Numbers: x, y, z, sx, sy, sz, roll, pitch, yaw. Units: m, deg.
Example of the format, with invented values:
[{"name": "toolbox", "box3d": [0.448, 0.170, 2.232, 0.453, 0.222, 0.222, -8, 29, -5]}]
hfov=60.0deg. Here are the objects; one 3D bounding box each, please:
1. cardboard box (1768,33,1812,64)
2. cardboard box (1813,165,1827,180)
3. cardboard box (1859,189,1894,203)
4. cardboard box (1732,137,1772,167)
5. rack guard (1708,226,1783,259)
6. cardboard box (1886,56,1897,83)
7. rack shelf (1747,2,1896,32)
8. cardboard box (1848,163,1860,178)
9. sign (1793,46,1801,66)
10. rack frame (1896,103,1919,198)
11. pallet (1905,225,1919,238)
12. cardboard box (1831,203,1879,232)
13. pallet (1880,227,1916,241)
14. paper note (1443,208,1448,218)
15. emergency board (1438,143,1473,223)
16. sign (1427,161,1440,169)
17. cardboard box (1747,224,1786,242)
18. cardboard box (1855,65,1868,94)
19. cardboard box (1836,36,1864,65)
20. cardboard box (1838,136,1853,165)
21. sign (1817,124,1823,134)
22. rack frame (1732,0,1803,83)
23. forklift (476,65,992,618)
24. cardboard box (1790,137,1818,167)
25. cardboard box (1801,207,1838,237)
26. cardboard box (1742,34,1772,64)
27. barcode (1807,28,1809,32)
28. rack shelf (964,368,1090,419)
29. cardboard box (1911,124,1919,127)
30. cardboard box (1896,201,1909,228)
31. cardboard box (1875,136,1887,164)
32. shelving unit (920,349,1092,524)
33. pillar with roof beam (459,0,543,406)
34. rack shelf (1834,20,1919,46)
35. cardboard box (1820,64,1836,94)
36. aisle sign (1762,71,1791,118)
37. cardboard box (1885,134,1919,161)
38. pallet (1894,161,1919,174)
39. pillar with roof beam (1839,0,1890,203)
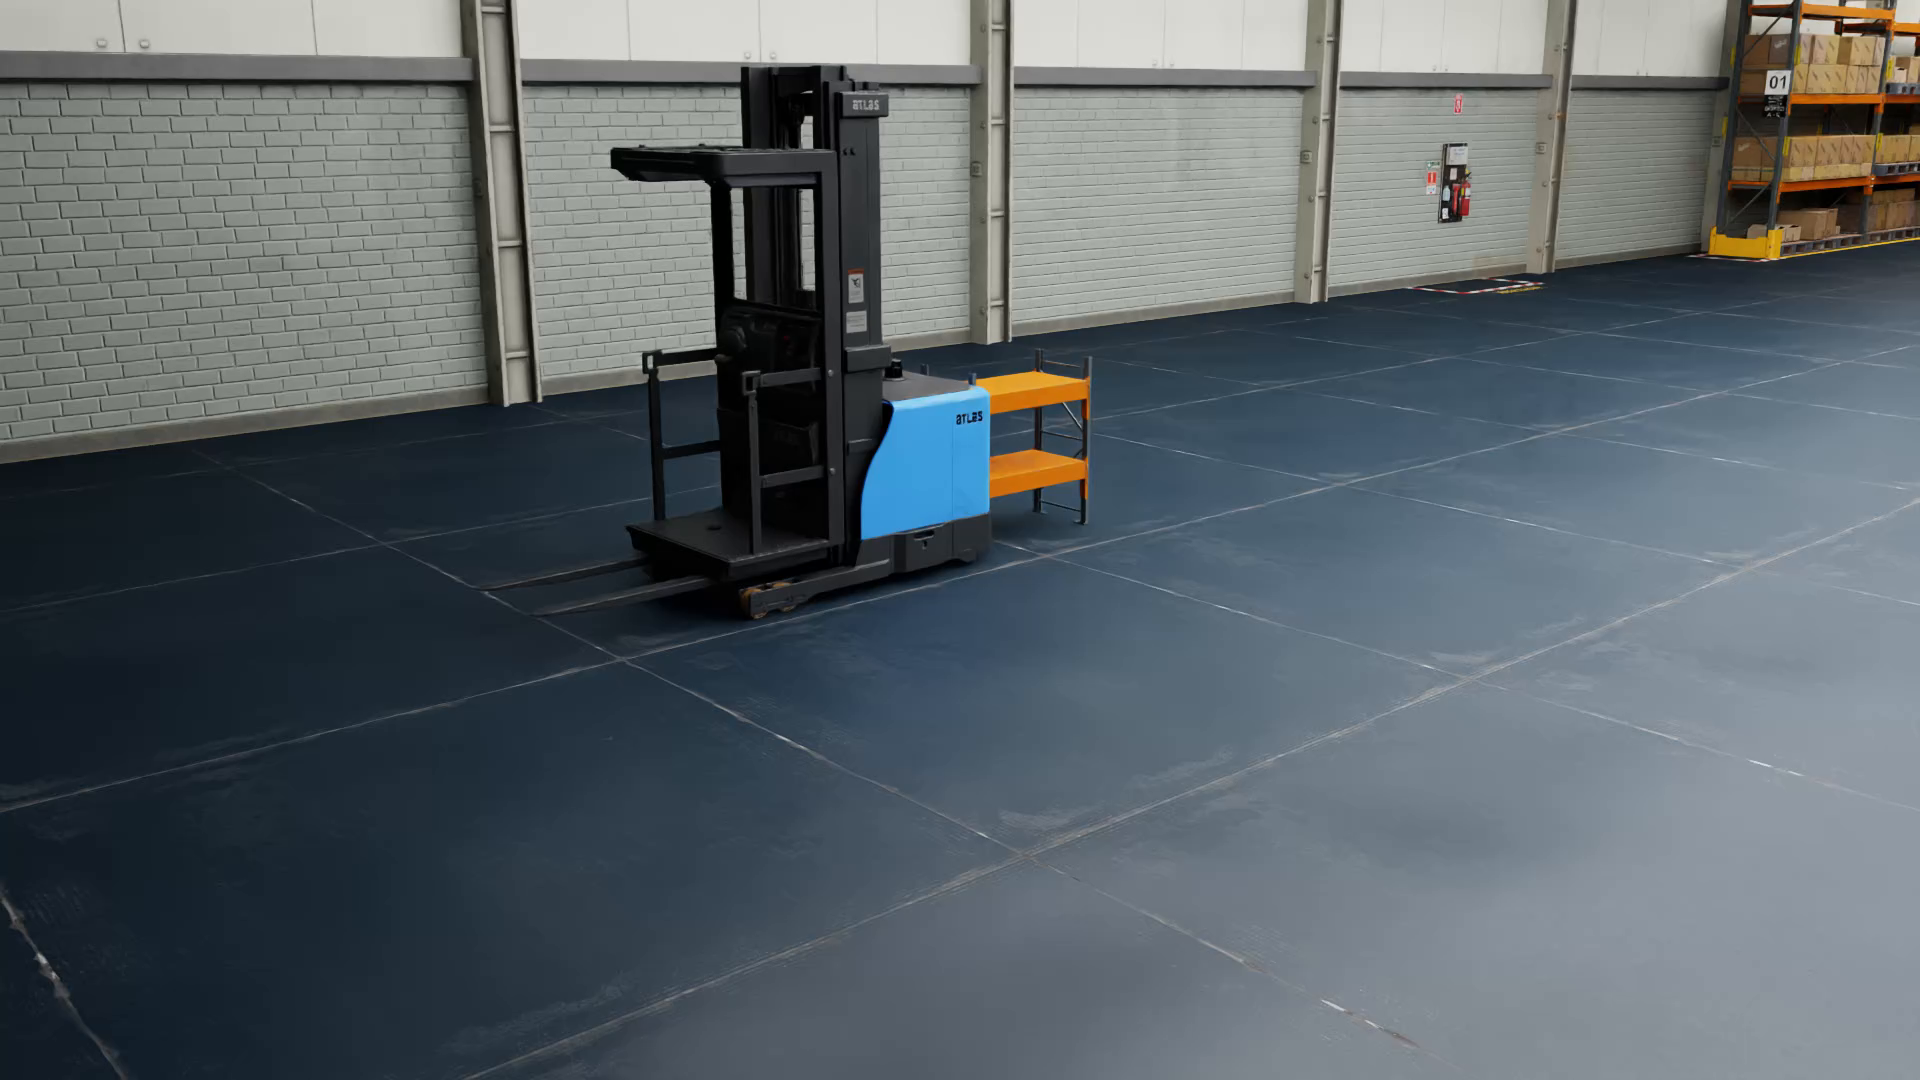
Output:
[{"name": "cardboard box", "box3d": [14.428, -8.533, 28.899, 0.500, 0.500, 0.500, 14, 21, 43]}, {"name": "cardboard box", "box3d": [15.325, -6.658, 30.116, 0.500, 0.250, 0.500, -13, 20, -40]}, {"name": "cardboard box", "box3d": [18.260, -6.861, 33.162, 0.500, 0.250, 0.500, -13, 20, -41]}, {"name": "cardboard box", "box3d": [14.194, -6.945, 29.737, 0.500, 0.500, 0.500, -13, 20, -40]}, {"name": "rack guard", "box3d": [14.035, -5.330, 29.734, 0.348, 0.500, 1.175, -13, 19, -39]}, {"name": "cardboard box", "box3d": [17.460, -8.979, 31.734, 0.500, 0.500, 0.500, -9, 18, -32]}, {"name": "rack shelf", "box3d": [15.487, -9.412, 29.950, 4.000, 0.370, 1.077, -13, 19, -39]}, {"name": "cardboard box", "box3d": [16.456, -6.917, 31.085, 0.500, 0.250, 0.500, -13, 19, -39]}, {"name": "sign", "box3d": [14.334, -8.290, 28.467, 0.005, 0.325, 0.100, -13, 19, -39]}, {"name": "rack frame", "box3d": [20.013, -7.880, 34.436, 0.127, 3.000, 1.000, -13, 19, -39]}, {"name": "pallet", "box3d": [19.422, -6.400, 34.302, 1.213, 0.211, 1.003, -13, 19, -39]}, {"name": "cardboard box", "box3d": [17.540, -6.335, 32.644, 0.500, 0.500, 0.700, -12, 19, -38]}, {"name": "pallet", "box3d": [18.502, -6.195, 33.532, 1.213, 0.211, 1.003, -13, 19, -39]}, {"name": "paper note", "box3d": [7.344, -4.942, 25.144, 0.142, 0.148, 0.016, -13, 19, -39]}, {"name": "emergency board", "box3d": [7.522, -5.384, 25.092, 0.643, 1.169, 0.194, -13, 19, -39]}, {"name": "sign", "box3d": [7.047, -5.582, 24.740, 0.331, 0.109, 0.001, -13, 19, -39]}, {"name": "cardboard box", "box3d": [14.559, -5.537, 30.026, 0.500, 0.311, 0.500, 13, 20, 41]}, {"name": "cardboard box", "box3d": [16.387, -8.492, 30.685, 0.500, 0.500, 0.500, 14, 20, 42]}, {"name": "cardboard box", "box3d": [16.002, -8.869, 30.158, 0.500, 0.500, 0.500, -14, 20, -41]}, {"name": "cardboard box", "box3d": [16.082, -7.192, 30.662, 0.500, 0.500, 0.500, -13, 20, -41]}, {"name": "sign", "box3d": [16.628, -7.869, 32.152, 0.005, 0.325, 0.100, -13, 19, -39]}, {"name": "rack frame", "box3d": [13.978, -9.423, 28.589, 0.127, 3.000, 1.000, -13, 19, -39]}, {"name": "forklift", "box3d": [-1.243, -1.137, 9.328, 3.031, 2.935, 1.130, -13, 20, -40]}, {"name": "cardboard box", "box3d": [14.915, -6.928, 29.673, 0.500, 0.500, 0.500, -13, 19, -39]}, {"name": "cardboard box", "box3d": [16.239, -6.023, 31.478, 0.500, 0.500, 0.500, 14, 21, 43]}, {"name": "cardboard box", "box3d": [14.131, -8.638, 29.295, 0.500, 0.500, 0.500, -12, 19, -37]}, {"name": "barcode", "box3d": [15.664, -9.417, 30.699, 0.075, 0.075, 0.001, -13, 19, -39]}, {"name": "rack shelf", "box3d": [0.305, -0.896, 10.789, 1.000, 0.278, 0.538, -13, 20, -40]}, {"name": "cardboard box", "box3d": [20.185, -8.571, 34.762, 0.500, 0.250, 0.500, -12, 19, -38]}, {"name": "cardboard box", "box3d": [18.683, -6.598, 33.630, 0.500, 0.500, 0.700, -13, 20, -40]}, {"name": "cardboard box", "box3d": [17.402, -7.542, 32.128, 0.500, 0.500, 0.700, -13, 19, -39]}, {"name": "shelving unit", "box3d": [0.305, -0.613, 10.865, 1.048, 1.125, 0.538, -13, 20, -40]}, {"name": "pillar with roof beam", "box3d": [-1.341, -4.806, 11.304, 0.400, 9.000, 9.100, -13, 19, -39]}, {"name": "rack shelf", "box3d": [18.504, -9.898, 32.538, 4.000, 0.370, 1.077, -13, 19, -39]}, {"name": "cardboard box", "box3d": [15.212, -8.212, 29.637, 0.500, 0.500, 0.500, -12, 19, -37]}, {"name": "aisle sign", "box3d": [14.120, -7.710, 28.763, 0.004, 0.787, 0.394, -13, 19, -39]}, {"name": "cardboard box", "box3d": [18.740, -7.843, 33.255, 0.500, 0.500, 0.700, -13, 19, -39]}, {"name": "pallet", "box3d": [18.546, -7.444, 33.176, 1.213, 0.211, 1.003, -13, 19, -39]}, {"name": "pillar with roof beam", "box3d": [21.290, -9.888, 30.331, 0.400, 9.000, 9.100, -13, 19, -39]}]
